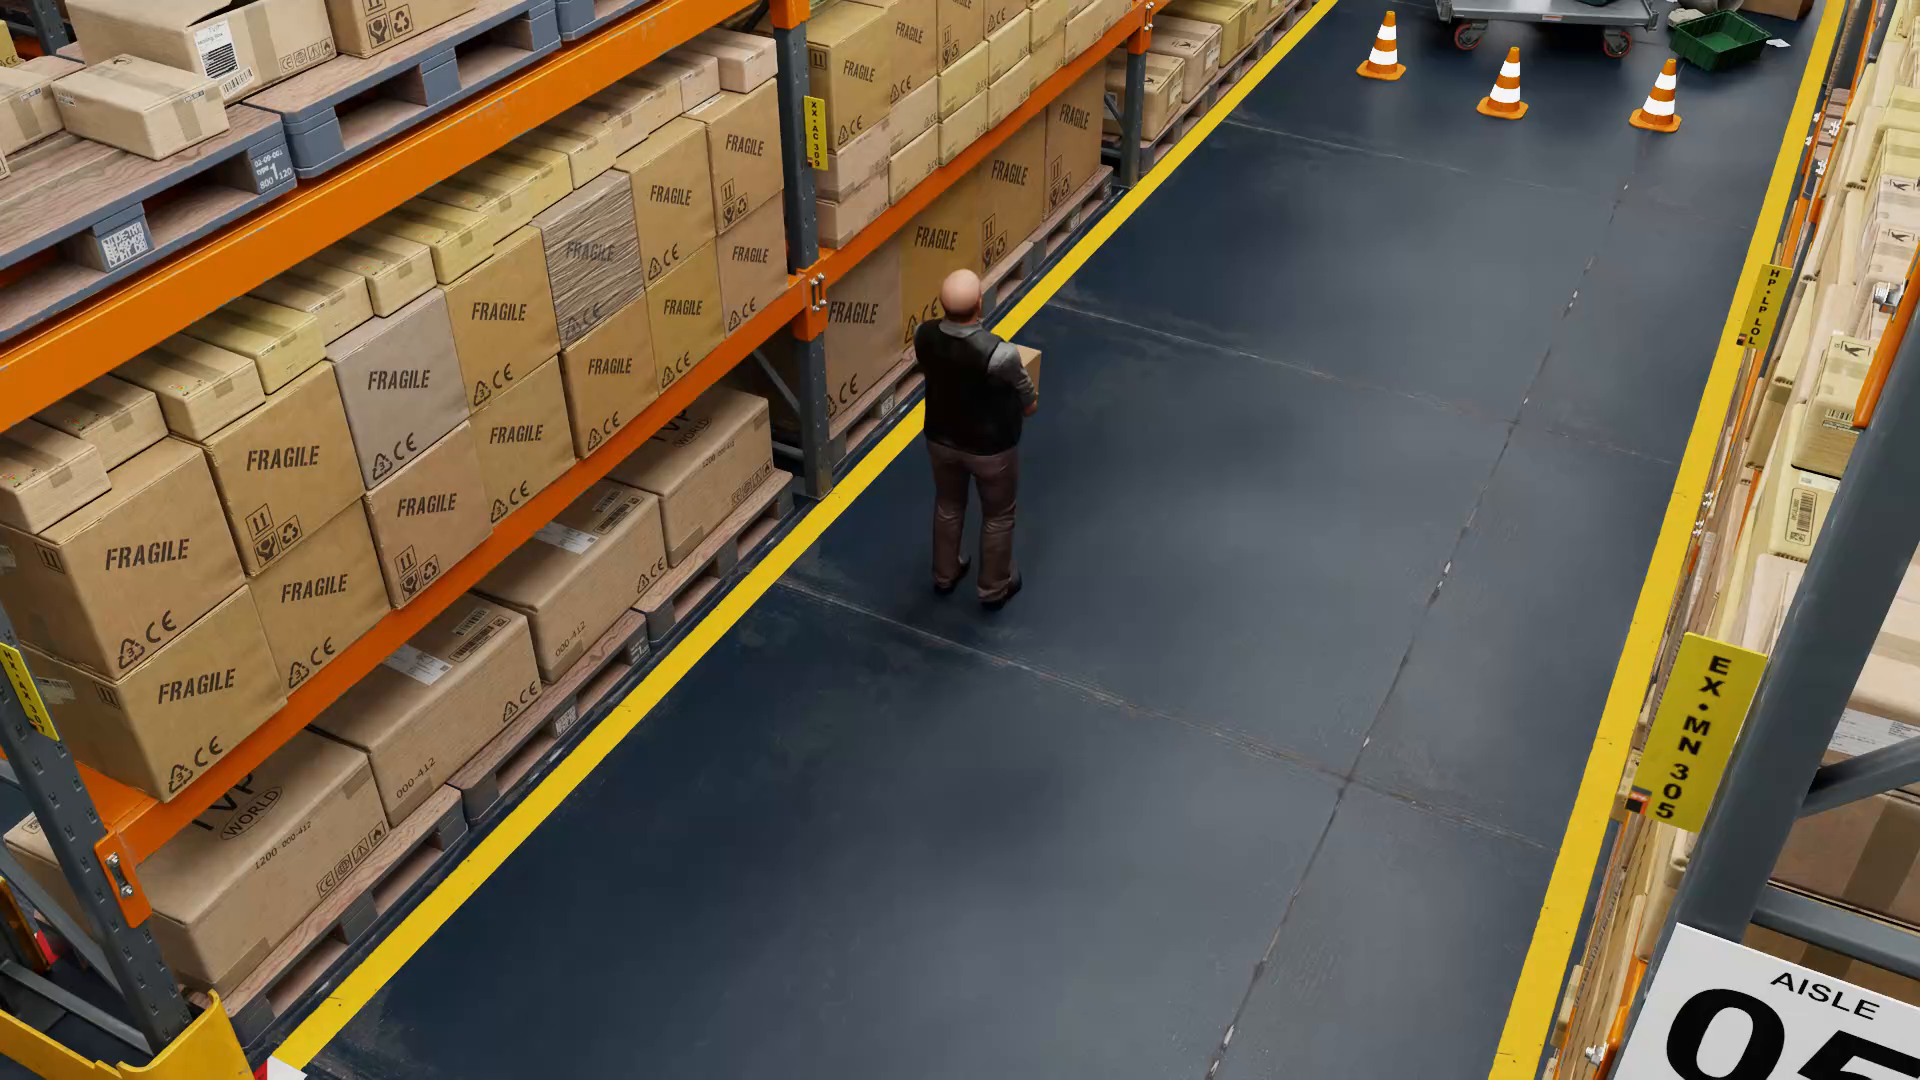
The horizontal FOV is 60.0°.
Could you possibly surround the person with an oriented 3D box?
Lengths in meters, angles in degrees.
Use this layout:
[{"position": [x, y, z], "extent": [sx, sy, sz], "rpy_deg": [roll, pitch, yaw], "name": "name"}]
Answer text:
[{"position": [0.088, -0.499, 7.422], "extent": [0.494, 1.711, 0.547], "rpy_deg": [18, 41, 22], "name": "person"}]
